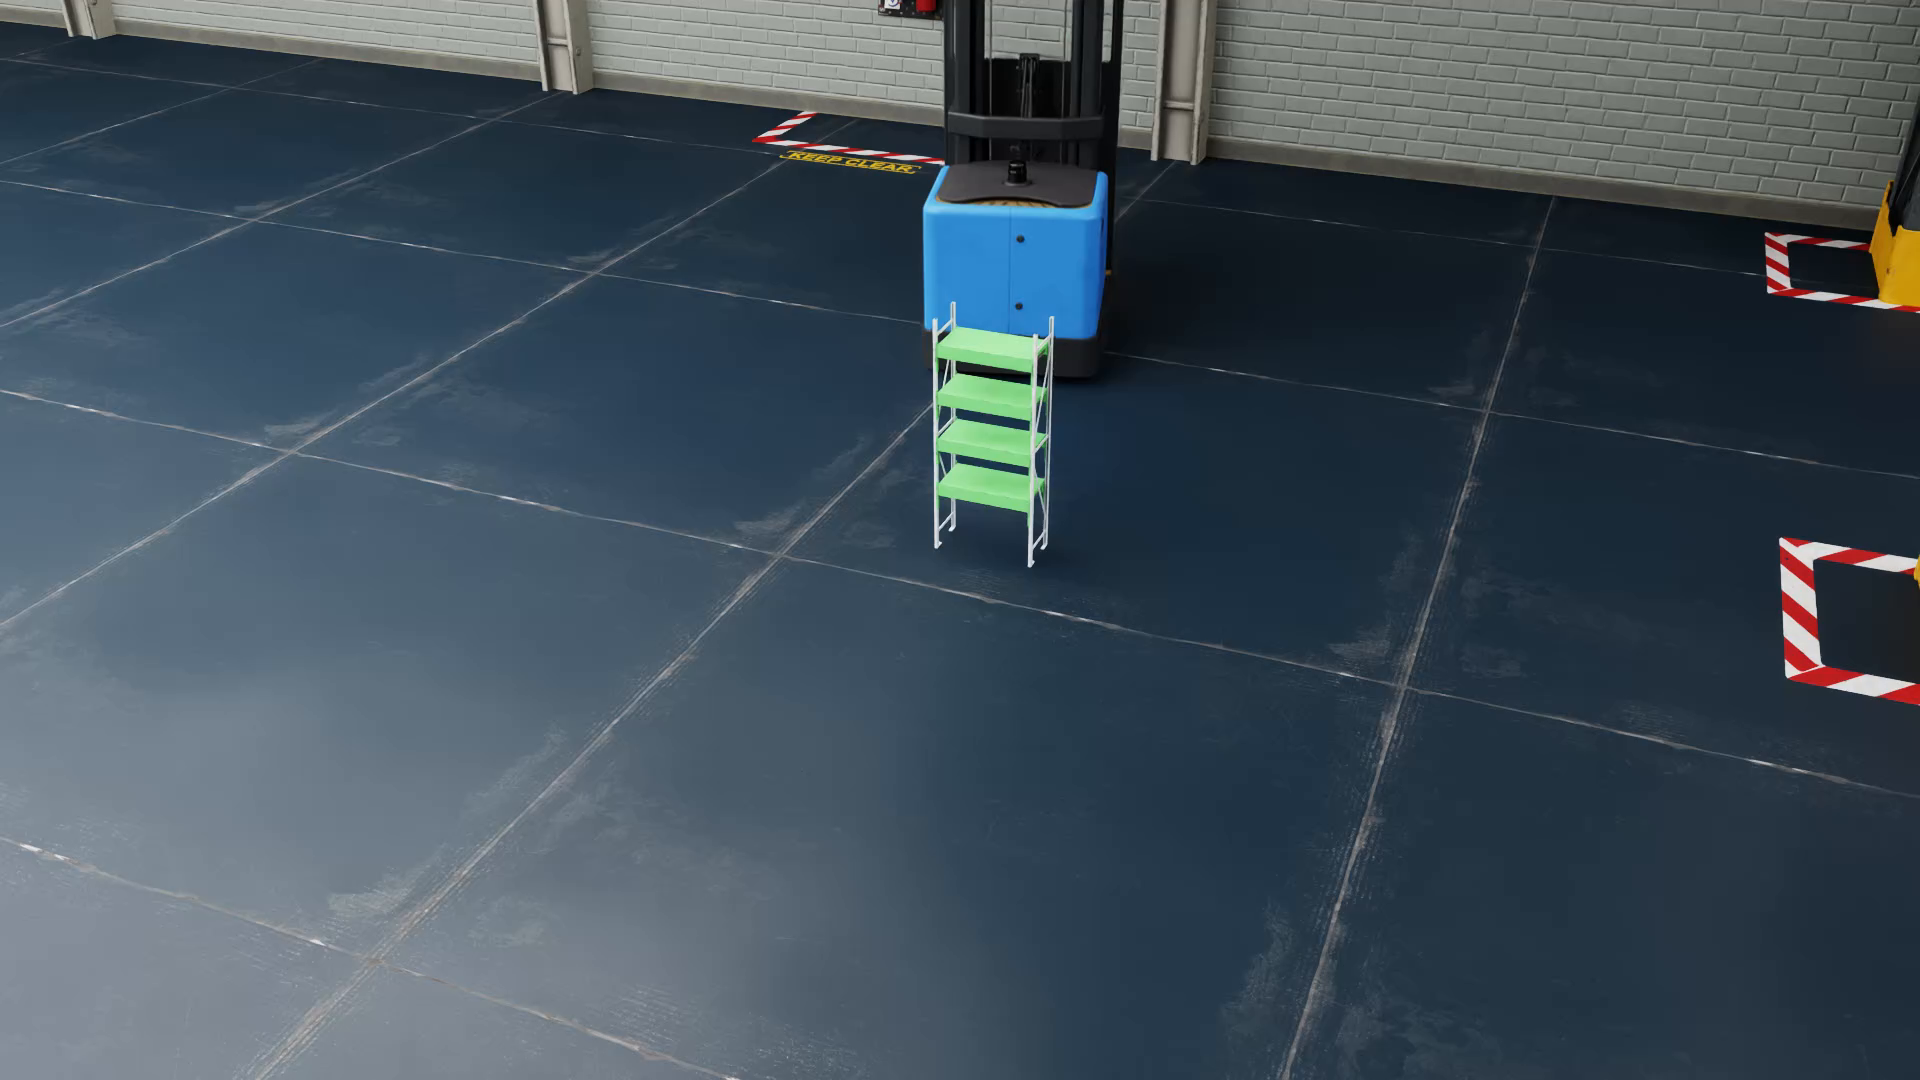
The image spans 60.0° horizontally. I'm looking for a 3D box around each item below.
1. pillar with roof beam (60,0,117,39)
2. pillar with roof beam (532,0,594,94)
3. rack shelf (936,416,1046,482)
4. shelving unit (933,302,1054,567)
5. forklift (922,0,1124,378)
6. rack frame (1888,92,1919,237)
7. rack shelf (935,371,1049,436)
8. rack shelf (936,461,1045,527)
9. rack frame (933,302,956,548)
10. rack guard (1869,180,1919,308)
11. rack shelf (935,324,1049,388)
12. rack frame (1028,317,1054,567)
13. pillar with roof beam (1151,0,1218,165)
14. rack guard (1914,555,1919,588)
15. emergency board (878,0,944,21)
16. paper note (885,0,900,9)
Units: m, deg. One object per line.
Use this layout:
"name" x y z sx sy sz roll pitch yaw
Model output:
"pillar with roof beam" -10.909 -7.375 12.153 0.400 9.000 9.100 11 31 19
"pillar with roof beam" -5.350 -6.265 10.189 0.400 9.000 9.100 11 31 19
"rack shelf" 0.153 -0.436 7.932 0.480 0.148 0.258 11 31 19
"shelving unit" 0.153 -0.492 7.901 0.503 1.200 0.258 11 31 19
"forklift" 0.476 -2.935 10.464 1.130 2.935 3.031 4 30 6
"rack frame" 6.415 -3.131 10.742 0.127 3.000 1.000 11 31 19
"rack shelf" 0.153 -0.645 7.814 0.480 0.148 0.258 11 31 19
"rack shelf" 0.153 -0.227 8.050 0.480 0.148 0.258 11 31 19
"rack frame" -0.073 -0.537 7.980 0.015 1.200 0.240 11 31 19
"rack guard" 6.485 -2.029 11.332 0.348 0.500 1.175 11 31 19
"rack shelf" 0.153 -0.854 7.696 0.480 0.148 0.258 11 31 19
"rack frame" 0.379 -0.447 7.821 0.015 1.200 0.240 11 31 19
"pillar with roof beam" 0.210 -5.155 8.225 0.400 9.000 9.100 11 31 19
"rack guard" 4.533 0.212 7.367 0.348 0.500 1.175 11 31 19
"emergency board" -0.447 -4.981 14.014 0.643 1.169 0.194 11 31 19
"paper note" -0.585 -4.662 14.344 0.142 0.148 0.016 11 31 19
